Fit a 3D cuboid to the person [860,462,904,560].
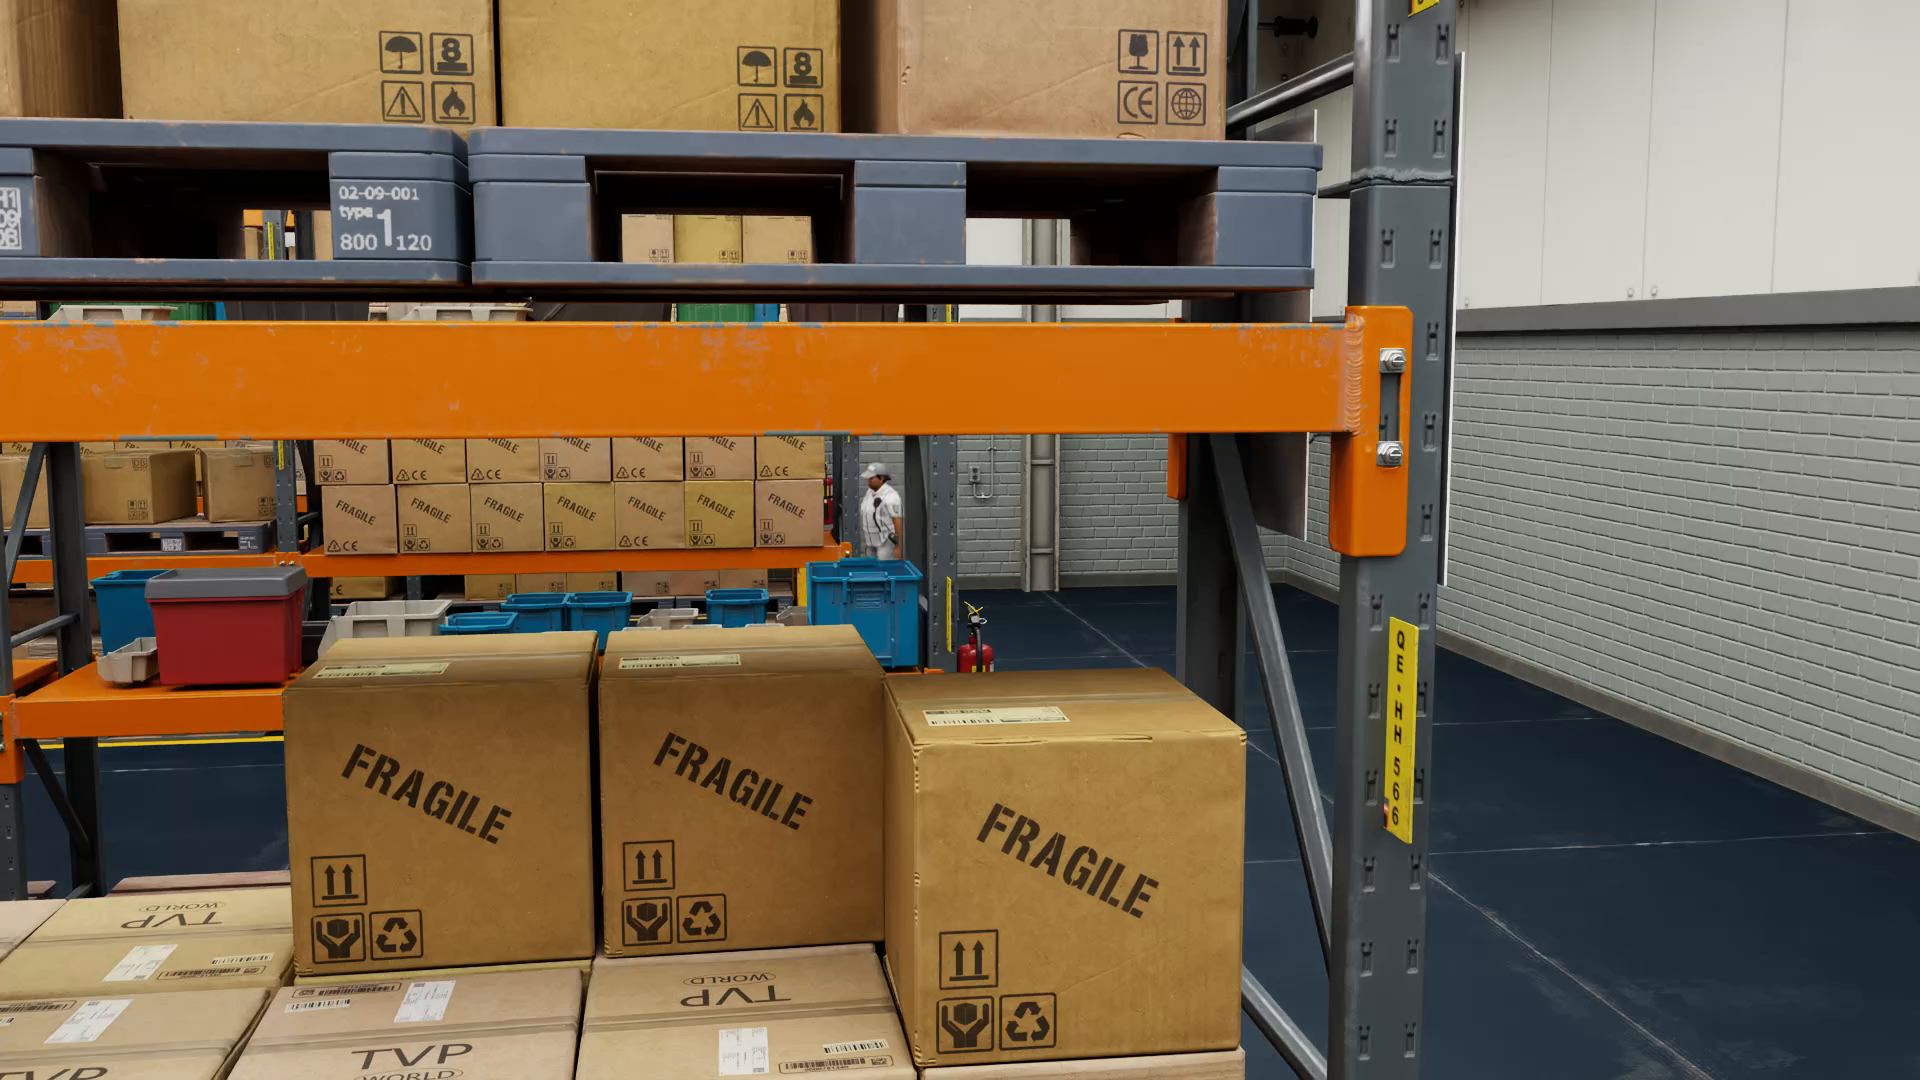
[{"bbox_3d":[-0.680,0.040,16.441,0.724,1.638,0.529,-5,8,-35],"label":"person"}]
